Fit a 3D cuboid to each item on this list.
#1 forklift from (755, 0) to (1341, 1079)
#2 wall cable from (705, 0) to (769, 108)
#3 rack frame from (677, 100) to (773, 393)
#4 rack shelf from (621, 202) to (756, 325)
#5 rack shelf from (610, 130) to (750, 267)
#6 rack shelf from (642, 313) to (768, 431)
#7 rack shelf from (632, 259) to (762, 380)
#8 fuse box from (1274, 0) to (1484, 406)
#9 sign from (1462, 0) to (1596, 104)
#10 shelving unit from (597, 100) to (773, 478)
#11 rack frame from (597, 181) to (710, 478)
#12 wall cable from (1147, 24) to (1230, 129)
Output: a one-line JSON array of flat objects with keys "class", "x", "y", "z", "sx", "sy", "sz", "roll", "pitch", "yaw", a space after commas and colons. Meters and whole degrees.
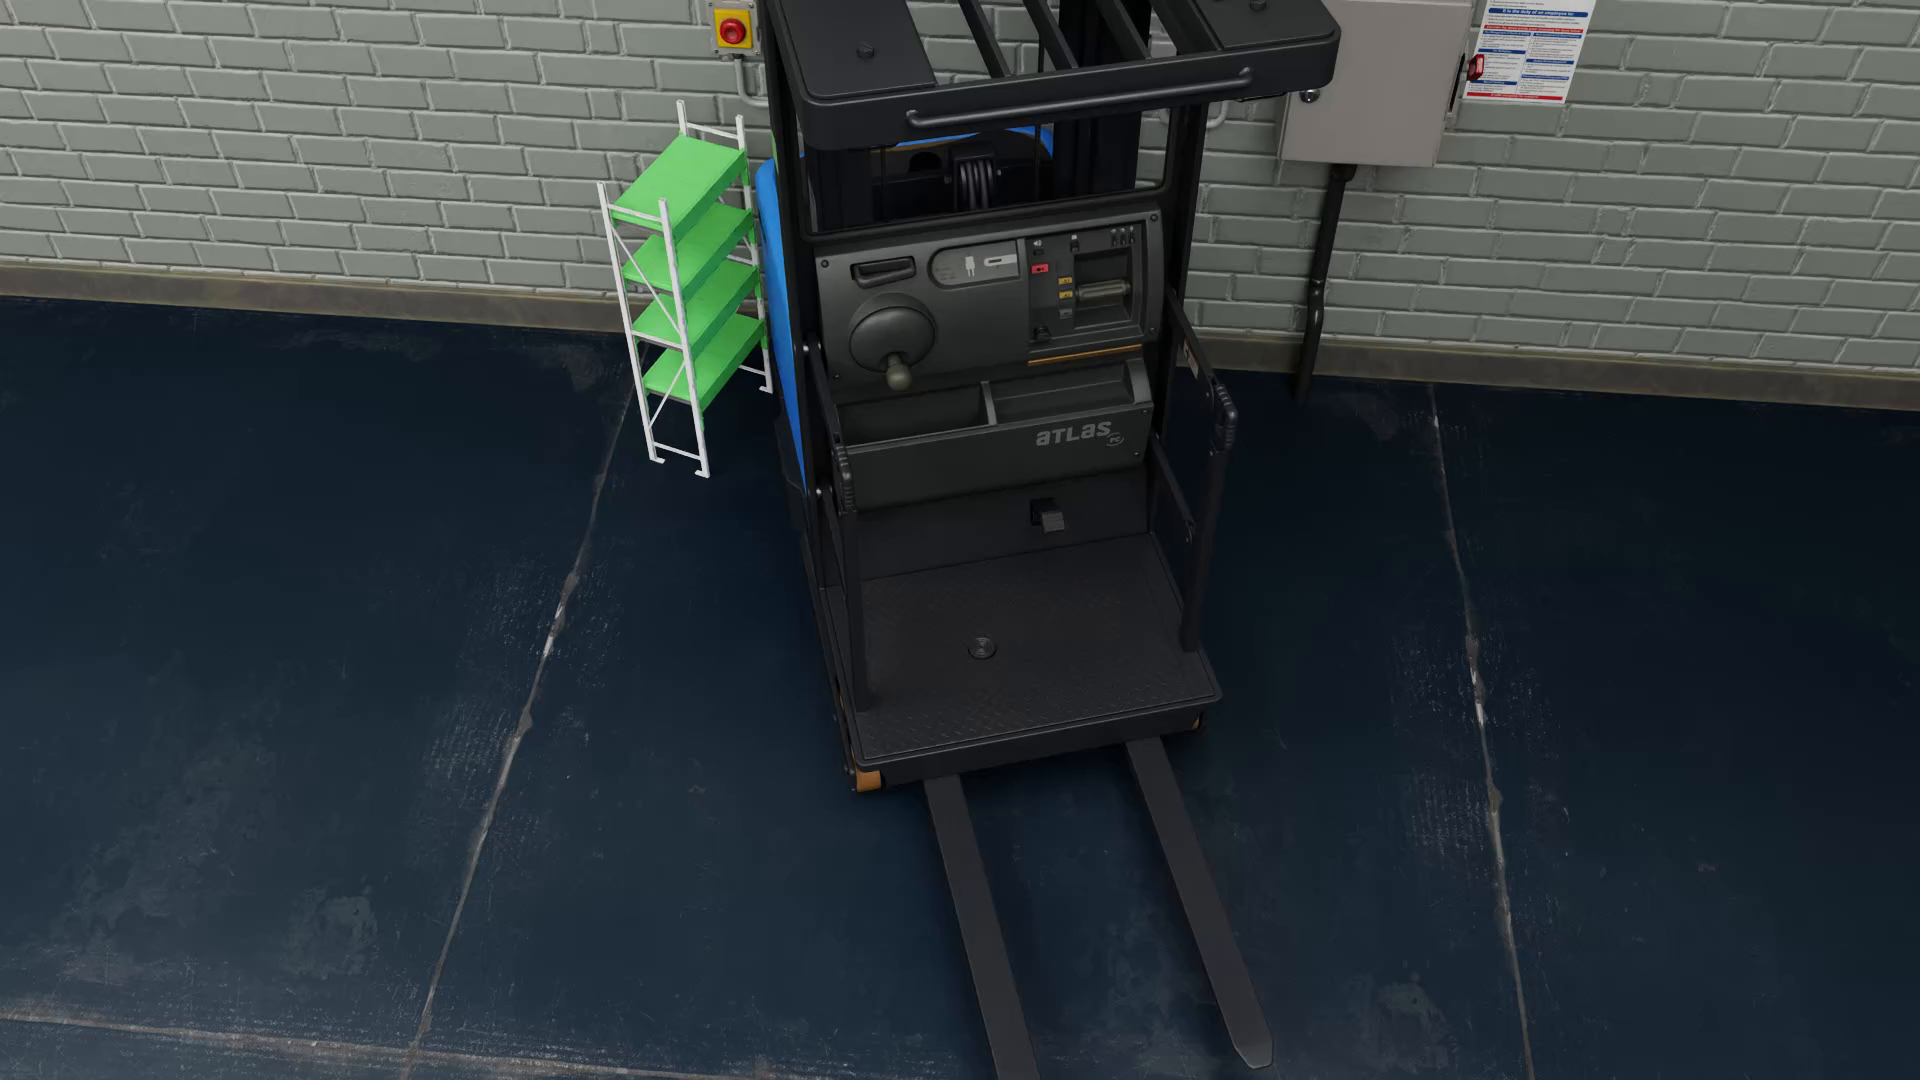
[{"class": "forklift", "x": 0.137, "y": -0.540, "z": 4.258, "sx": 1.130, "sy": 2.935, "sz": 3.031, "roll": -9, "pitch": 48, "yaw": -9}, {"class": "wall cable", "x": -0.784, "y": -2.114, "z": 4.941, "sx": 0.585, "sy": 1.953, "sz": 0.123, "roll": 4, "pitch": 48, "yaw": 4}, {"class": "rack frame", "x": -0.814, "y": -0.996, "z": 5.848, "sx": 0.240, "sy": 1.200, "sz": 0.015, "roll": 18, "pitch": 50, "yaw": 16}, {"class": "rack shelf", "x": -0.911, "y": -0.950, "z": 5.567, "sx": 0.258, "sy": 0.148, "sz": 0.480, "roll": 18, "pitch": 50, "yaw": 16}, {"class": "rack shelf", "x": -0.911, "y": -1.112, "z": 5.390, "sx": 0.258, "sy": 0.148, "sz": 0.480, "roll": 18, "pitch": 50, "yaw": 16}, {"class": "rack shelf", "x": -0.911, "y": -0.626, "z": 5.921, "sx": 0.258, "sy": 0.148, "sz": 0.480, "roll": 18, "pitch": 50, "yaw": 16}, {"class": "rack shelf", "x": -0.911, "y": -0.788, "z": 5.744, "sx": 0.258, "sy": 0.148, "sz": 0.480, "roll": 18, "pitch": 50, "yaw": 16}, {"class": "fuse box", "x": 1.294, "y": -1.078, "z": 5.576, "sx": 0.539, "sy": 1.711, "sz": 0.414, "roll": 4, "pitch": 48, "yaw": 4}, {"class": "sign", "x": 1.805, "y": -1.599, "z": 5.244, "sx": 0.329, "sy": 0.494, "sz": 0.001, "roll": 4, "pitch": 48, "yaw": 4}, {"class": "shelving unit", "x": -0.911, "y": -0.831, "z": 5.697, "sx": 0.258, "sy": 1.200, "sz": 0.503, "roll": 18, "pitch": 50, "yaw": 16}, {"class": "rack frame", "x": -1.008, "y": -0.666, "z": 5.546, "sx": 0.240, "sy": 1.200, "sz": 0.015, "roll": 18, "pitch": 50, "yaw": 16}, {"class": "wall cable", "x": 0.629, "y": -2.017, "z": 4.873, "sx": 0.588, "sy": 1.984, "sz": 0.122, "roll": 4, "pitch": 48, "yaw": 4}]
